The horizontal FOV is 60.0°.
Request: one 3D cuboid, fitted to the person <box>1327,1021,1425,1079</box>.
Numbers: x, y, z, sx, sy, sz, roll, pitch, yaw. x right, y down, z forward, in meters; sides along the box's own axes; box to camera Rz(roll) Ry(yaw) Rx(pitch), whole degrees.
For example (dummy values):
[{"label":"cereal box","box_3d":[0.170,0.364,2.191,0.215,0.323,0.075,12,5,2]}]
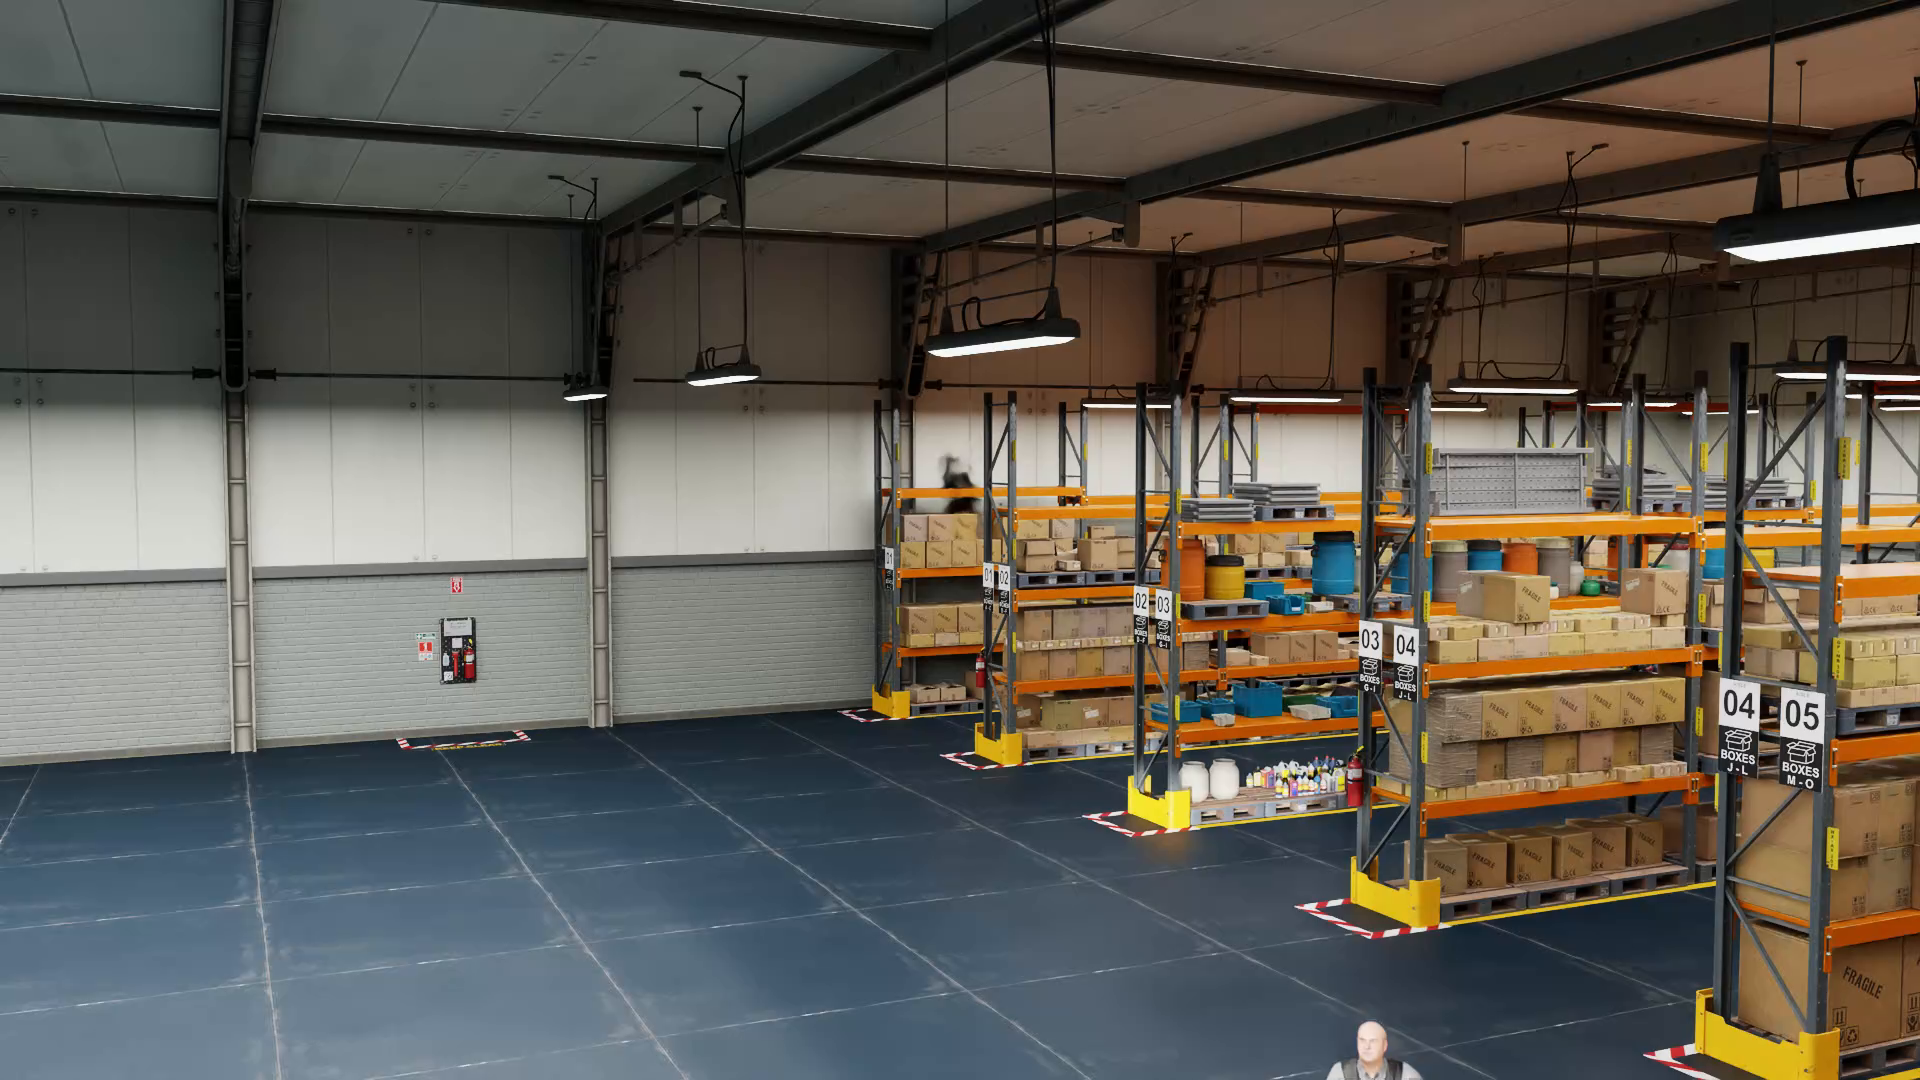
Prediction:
[{"label":"person","box_3d":[2.480,3.723,9.944,0.665,1.751,0.954,1,4,20]}]
